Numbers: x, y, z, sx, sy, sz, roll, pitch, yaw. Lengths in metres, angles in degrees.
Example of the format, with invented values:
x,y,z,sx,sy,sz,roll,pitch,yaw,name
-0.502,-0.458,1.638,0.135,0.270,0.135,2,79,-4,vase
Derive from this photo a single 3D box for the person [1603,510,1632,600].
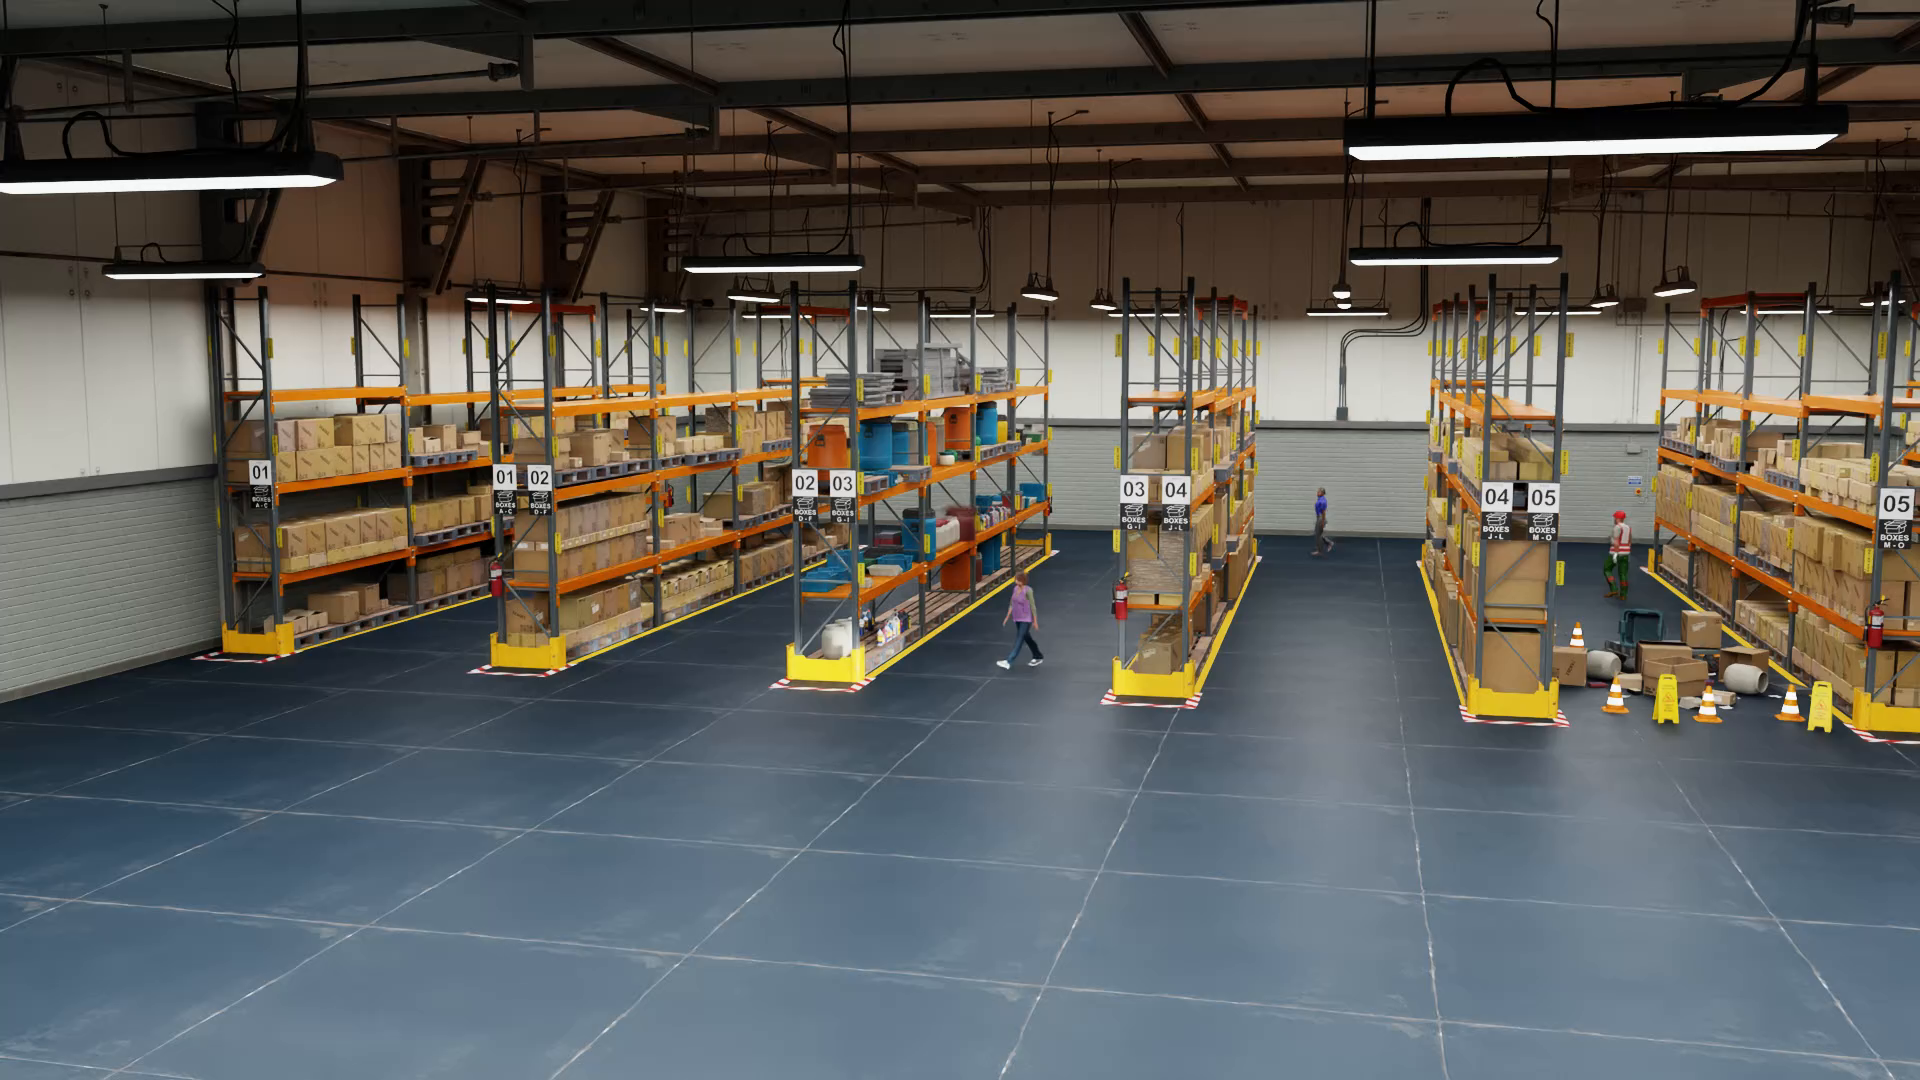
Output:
x,y,z,sx,sy,sz,roll,pitch,yaw,name
13.168,0.297,33.137,0.524,1.758,0.523,-1,7,-10,person

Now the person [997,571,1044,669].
x,y,z,sx,sy,sz,roll,pitch,yaw,name
0.914,1.250,25.939,1.027,1.533,0.439,-4,8,-32,person

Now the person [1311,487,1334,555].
x,y,z,sx,sy,sz,roll,pitch,yaw,name
8.789,-0.462,40.299,0.541,1.643,0.470,1,7,9,person
